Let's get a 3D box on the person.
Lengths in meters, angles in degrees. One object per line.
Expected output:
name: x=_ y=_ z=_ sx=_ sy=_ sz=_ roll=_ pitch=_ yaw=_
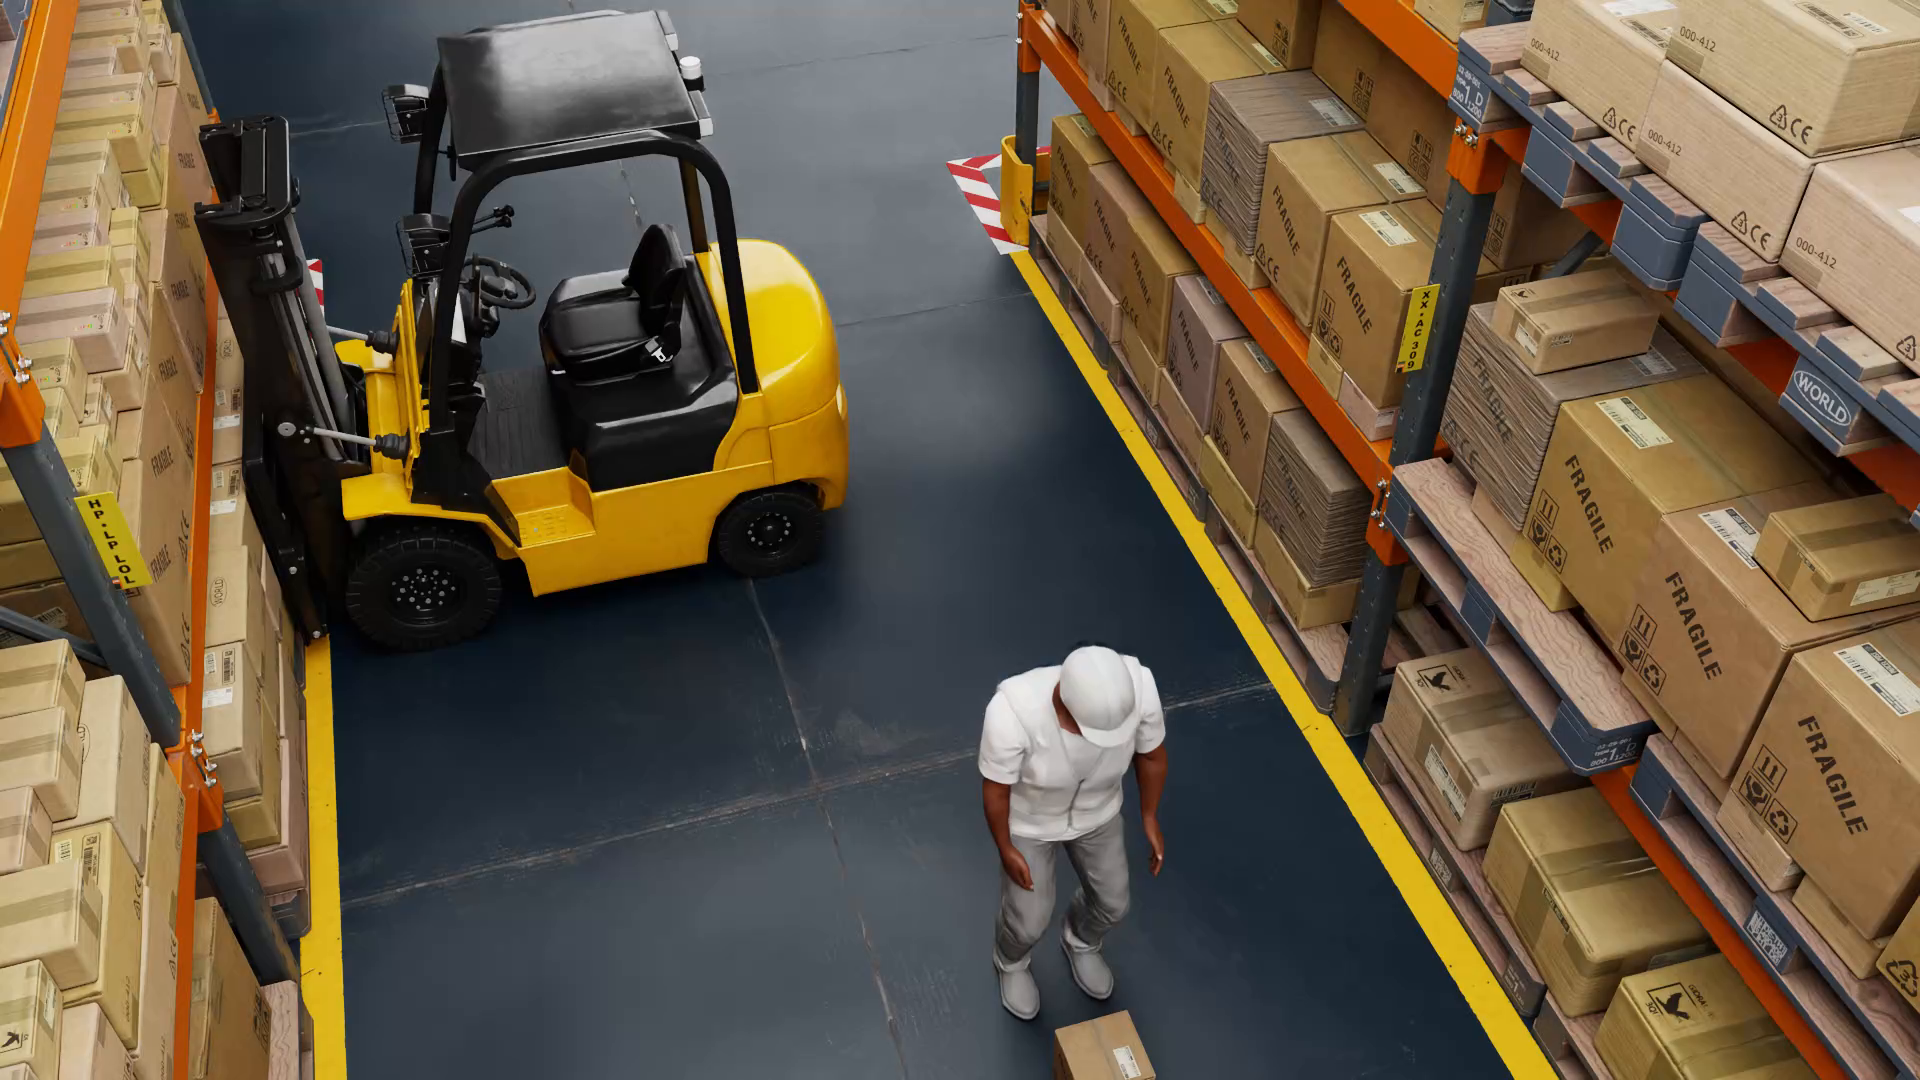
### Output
person: x=0.354 y=0.623 z=4.983 sx=0.594 sy=0.998 sz=0.491 roll=-11 pitch=43 yaw=-12
